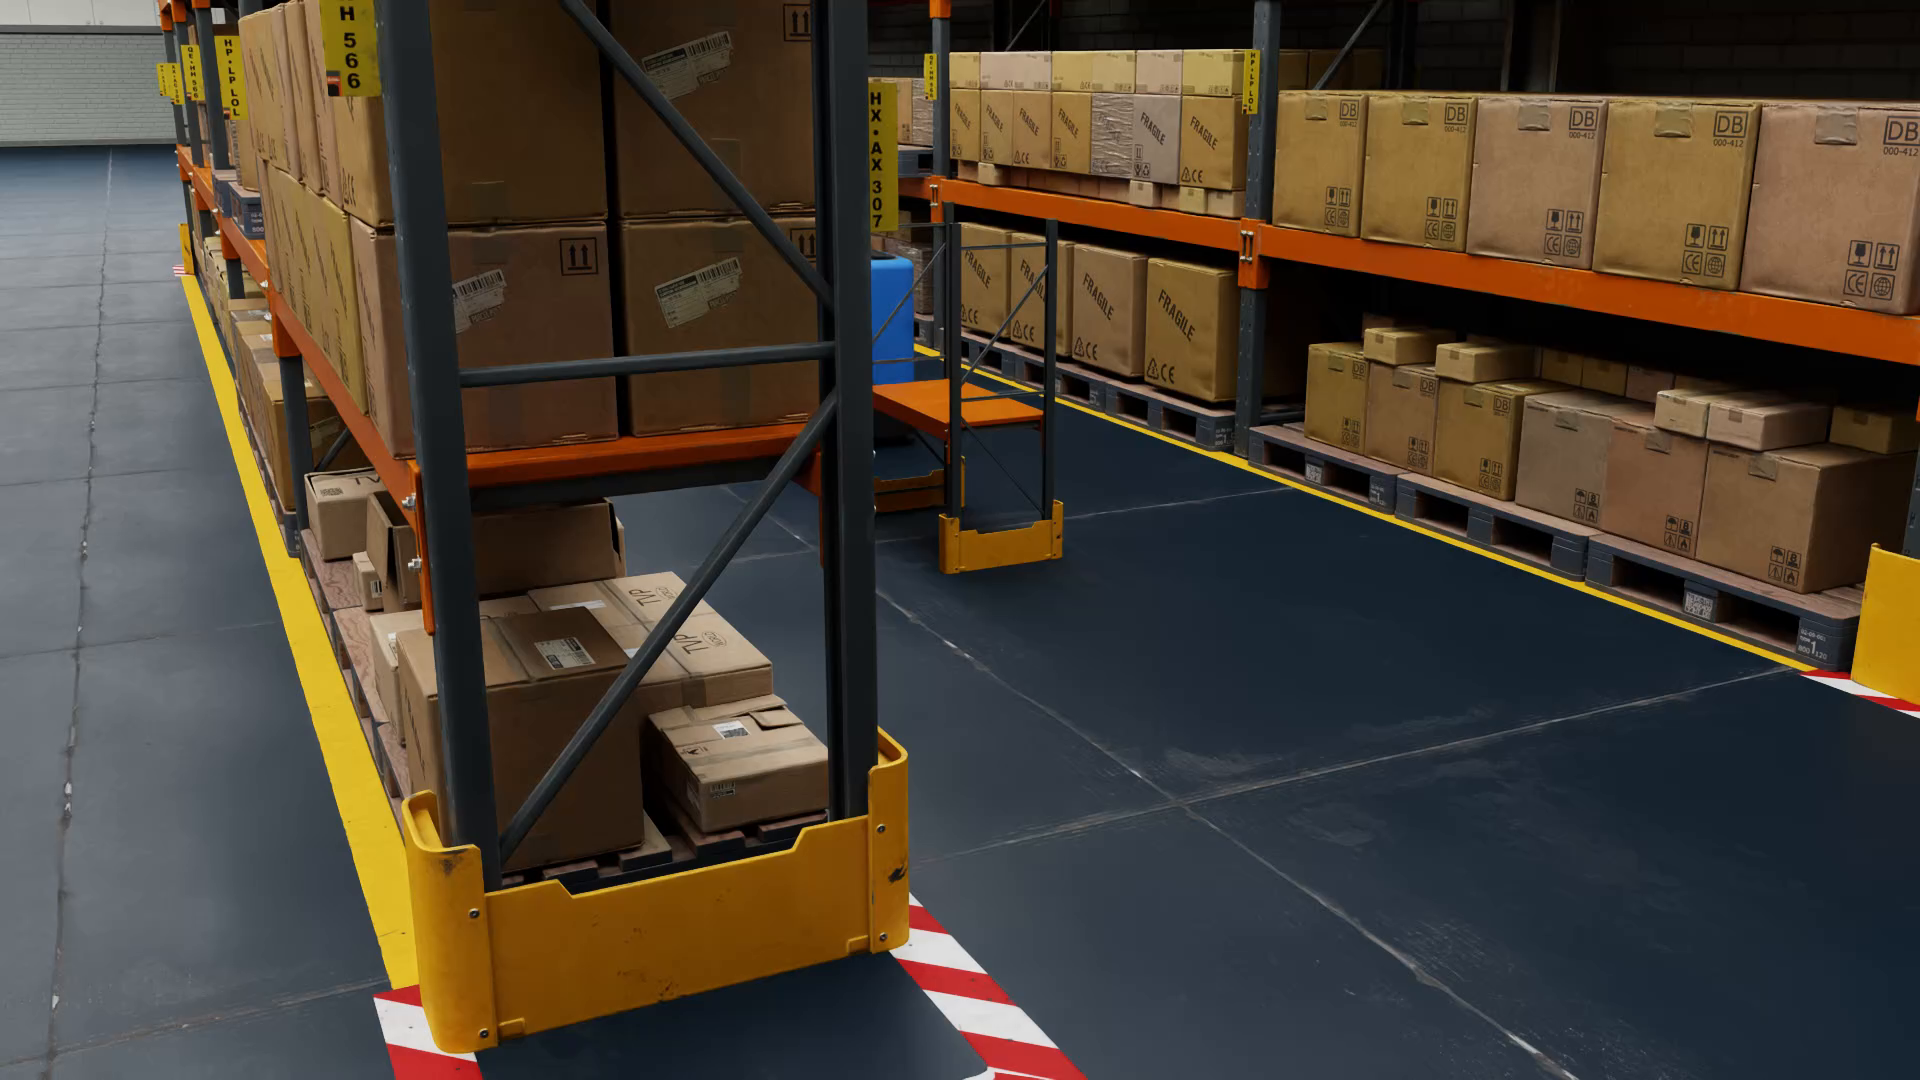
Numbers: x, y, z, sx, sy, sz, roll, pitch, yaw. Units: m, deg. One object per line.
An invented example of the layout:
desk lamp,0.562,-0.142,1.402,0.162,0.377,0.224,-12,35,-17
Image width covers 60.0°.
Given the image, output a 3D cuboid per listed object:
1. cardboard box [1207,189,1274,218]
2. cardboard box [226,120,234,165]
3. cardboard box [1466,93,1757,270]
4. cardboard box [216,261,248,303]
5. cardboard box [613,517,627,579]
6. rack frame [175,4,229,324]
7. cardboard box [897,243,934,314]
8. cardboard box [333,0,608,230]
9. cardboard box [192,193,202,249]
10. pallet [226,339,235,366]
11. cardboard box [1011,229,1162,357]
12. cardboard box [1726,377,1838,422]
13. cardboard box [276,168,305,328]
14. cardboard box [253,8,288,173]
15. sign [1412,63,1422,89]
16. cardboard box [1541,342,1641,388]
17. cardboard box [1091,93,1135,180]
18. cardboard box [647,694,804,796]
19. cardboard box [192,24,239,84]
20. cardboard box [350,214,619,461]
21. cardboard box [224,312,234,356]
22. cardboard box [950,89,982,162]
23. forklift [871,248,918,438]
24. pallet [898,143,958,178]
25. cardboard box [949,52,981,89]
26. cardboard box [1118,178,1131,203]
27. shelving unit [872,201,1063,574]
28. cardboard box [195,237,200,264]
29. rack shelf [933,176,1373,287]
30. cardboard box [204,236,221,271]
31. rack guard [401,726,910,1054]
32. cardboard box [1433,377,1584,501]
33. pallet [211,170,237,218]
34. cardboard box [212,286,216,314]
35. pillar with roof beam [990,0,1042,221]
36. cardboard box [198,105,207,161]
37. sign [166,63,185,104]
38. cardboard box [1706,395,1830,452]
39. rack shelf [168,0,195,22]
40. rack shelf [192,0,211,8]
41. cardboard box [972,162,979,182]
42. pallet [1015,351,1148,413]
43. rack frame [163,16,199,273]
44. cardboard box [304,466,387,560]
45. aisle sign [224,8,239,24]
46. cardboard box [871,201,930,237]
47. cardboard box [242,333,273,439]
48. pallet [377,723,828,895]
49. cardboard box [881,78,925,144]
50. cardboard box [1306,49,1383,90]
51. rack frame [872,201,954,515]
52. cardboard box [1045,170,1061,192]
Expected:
cardboard box,1.622,-1.906,9.375,0.380,0.149,0.250,-7,18,-24
cardboard box,-5.379,-3.077,12.854,0.500,0.500,0.500,-6,17,-21
cardboard box,2.890,-1.615,7.395,0.980,0.700,0.700,-9,18,-28
cardboard box,-5.082,-1.864,12.013,0.500,0.311,0.500,-8,18,-25
cardboard box,-1.593,0.006,6.370,0.500,0.311,0.500,-8,18,-25
rack frame,-5.931,-3.352,13.993,1.000,3.000,0.127,-8,18,-25
cardboard box,-0.090,-2.142,13.510,0.700,0.500,0.500,-7,18,-24
cardboard box,-1.116,-0.982,3.741,0.500,0.500,0.500,-8,18,-25
cardboard box,-6.994,-3.052,15.813,0.500,0.500,0.500,-8,18,-25
pallet,-5.035,-1.531,12.702,1.003,0.211,1.213,-8,18,-25
cardboard box,0.855,-1.712,11.414,0.750,0.750,0.750,-8,18,-25
cardboard box,3.393,-0.568,6.887,0.380,0.149,0.250,-8,18,-25
cardboard box,-2.004,-1.006,5.637,0.500,0.500,0.500,-8,18,-25
cardboard box,-2.022,-1.491,5.513,0.500,0.500,0.500,-8,18,-27
sign,2.523,-2.489,9.275,0.100,0.325,0.005,-8,18,-25
cardboard box,2.948,-0.820,7.764,0.380,0.149,0.250,-8,18,-26
cardboard box,1.151,-2.503,10.279,0.500,0.500,0.500,-8,18,-25
cardboard box,-0.658,0.567,4.677,0.380,0.166,0.250,-8,18,-25
cardboard box,-6.131,-4.133,14.181,0.700,0.500,0.500,-8,18,-25
cardboard box,-1.115,-0.503,3.883,0.500,0.500,0.500,-7,17,-23
cardboard box,-4.857,-1.469,11.654,0.500,0.250,0.500,-8,18,-26
cardboard box,0.255,-3.009,12.041,0.500,0.500,0.500,-7,17,-23
forklift,-1.287,-2.281,10.386,1.130,2.935,3.031,-7,17,-22
pallet,-0.135,-3.031,13.223,1.213,0.211,1.003,-8,18,-25
cardboard box,0.252,-3.370,11.939,0.500,0.250,0.500,-7,18,-24
cardboard box,1.202,-2.163,10.268,0.380,0.149,0.250,-8,18,-25
shelving unit,-0.033,-0.740,7.610,0.587,1.500,1.083,-8,18,-25
cardboard box,-7.426,-2.941,16.783,0.500,0.250,0.500,-8,18,-25
rack shelf,1.149,-2.118,10.997,1.077,0.370,4.000,-8,18,-25
cardboard box,-5.974,-2.369,13.775,0.500,0.311,0.500,-8,18,-25
rack guard,-0.707,0.806,4.035,1.175,0.500,0.348,-8,18,-25
cardboard box,2.700,-0.518,7.887,0.700,0.500,0.500,-7,18,-24
pallet,-3.819,-2.108,10.007,1.213,0.211,1.003,-8,18,-25
cardboard box,-5.754,-1.975,13.419,0.500,0.250,0.500,-7,18,-24
pillar with roof beam,-3.389,-5.750,11.473,9.100,9.000,0.400,-8,18,-25
cardboard box,-6.368,-3.639,14.813,0.700,0.500,0.500,-8,18,-25
sign,-6.429,-3.739,13.628,0.100,0.325,0.005,-8,18,-25
cardboard box,3.161,-0.459,6.508,0.380,0.149,0.250,-8,18,-26
rack shelf,-5.055,-3.952,11.950,1.077,0.370,4.000,-8,18,-25
rack shelf,-3.303,-2.960,8.494,1.077,0.370,4.000,-8,18,-25
cardboard box,0.311,-2.675,12.055,0.380,0.149,0.250,-7,18,-24
pallet,1.081,-1.113,11.245,1.003,0.211,1.213,-8,18,-25
rack frame,-7.683,-4.344,17.449,1.000,3.000,0.127,-8,18,-25
cardboard box,-2.437,-0.157,6.937,0.500,0.311,0.500,-8,18,-25
aisle sign,-7.448,-5.645,17.271,0.394,0.787,0.004,-8,18,-25
cardboard box,-0.513,-2.778,14.368,0.500,0.250,0.500,-8,18,-25
cardboard box,-3.553,-0.840,8.973,0.500,0.500,0.500,-8,18,-27
pallet,-1.057,0.748,4.763,1.003,0.211,1.213,-8,18,-25
cardboard box,-0.211,-3.470,13.425,0.700,0.500,0.500,-10,19,-30
cardboard box,2.058,-2.674,9.516,0.500,0.250,0.500,-7,17,-23
rack frame,-0.260,-0.868,8.057,0.500,1.500,0.032,-8,18,-25
cardboard box,0.797,-2.423,11.176,0.380,0.149,0.250,-7,18,-24
